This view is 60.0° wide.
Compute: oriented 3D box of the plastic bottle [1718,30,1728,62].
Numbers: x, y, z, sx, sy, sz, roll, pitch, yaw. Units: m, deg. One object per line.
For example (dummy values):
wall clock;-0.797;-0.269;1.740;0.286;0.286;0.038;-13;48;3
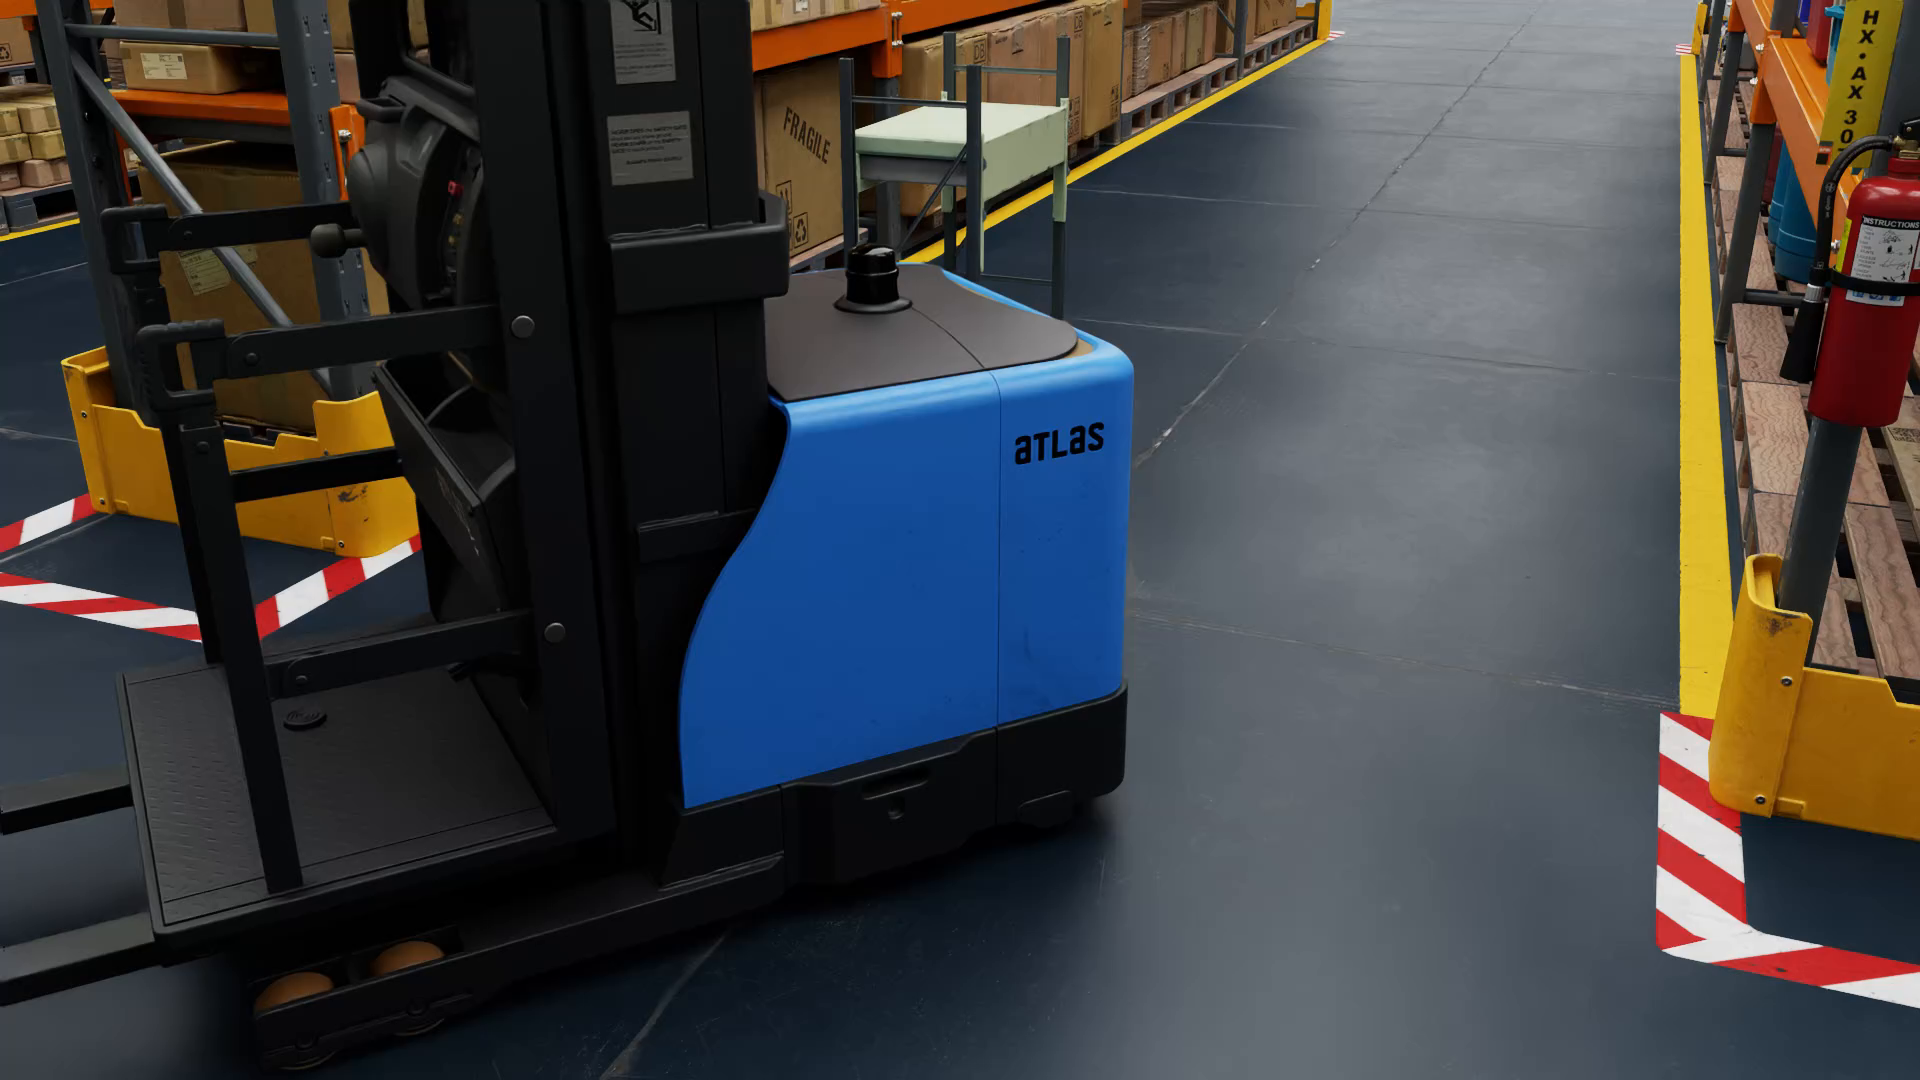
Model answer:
plastic bottle;6.839;-4.413;14.876;0.061;0.283;0.133;11;25;24

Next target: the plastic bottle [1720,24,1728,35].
plastic bottle;7.132;-4.671;15.511;0.097;0.271;0.097;0;23;0

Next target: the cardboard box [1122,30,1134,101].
cardboard box;0.920;-3.628;12.717;0.700;0.500;0.500;7;24;17

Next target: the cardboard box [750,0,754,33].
cardboard box;-1.082;-2.173;6.886;0.380;0.149;0.250;8;24;19

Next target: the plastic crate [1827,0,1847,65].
plastic crate;3.064;-1.649;5.381;0.437;0.282;0.530;9;24;20

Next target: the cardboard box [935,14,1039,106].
cardboard box;-0.246;-2.670;9.962;1.225;0.875;0.875;8;24;18

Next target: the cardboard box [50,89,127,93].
cardboard box;-5.254;-2.639;10.059;0.380;0.149;0.250;9;24;22

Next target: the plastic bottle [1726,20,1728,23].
plastic bottle;7.297;-4.830;15.890;0.097;0.271;0.097;0;23;0

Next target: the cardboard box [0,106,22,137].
cardboard box;-5.567;-2.370;9.415;0.380;0.149;0.250;10;25;22

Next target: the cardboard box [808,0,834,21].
cardboard box;-0.796;-2.449;7.547;0.380;0.149;0.250;8;24;19

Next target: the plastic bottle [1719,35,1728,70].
plastic bottle;6.646;-4.227;14.433;0.061;0.283;0.133;10;25;23

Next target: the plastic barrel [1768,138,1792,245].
plastic barrel;4.283;-1.867;8.005;0.600;0.901;0.708;9;24;20

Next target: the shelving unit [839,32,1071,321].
shelving unit;0.002;-0.694;4.967;0.431;1.500;0.755;9;24;20

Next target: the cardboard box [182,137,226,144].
cardboard box;-4.843;-2.918;11.042;0.500;0.500;0.500;10;25;22

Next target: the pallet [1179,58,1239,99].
pallet;1.888;-4.202;15.036;1.003;0.211;1.213;9;24;20

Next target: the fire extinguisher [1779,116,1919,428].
fire extinguisher;1.839;-0.568;3.301;0.296;0.674;0.183;9;24;20

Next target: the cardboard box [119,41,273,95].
cardboard box;-2.455;-1.532;5.352;0.380;0.149;0.250;9;24;21

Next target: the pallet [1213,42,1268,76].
pallet;2.392;-4.726;16.291;1.003;0.211;1.213;9;24;20

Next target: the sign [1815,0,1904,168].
sign;1.800;-0.913;3.331;0.100;0.325;0.005;9;24;20

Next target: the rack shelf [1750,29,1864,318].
rack shelf;3.059;-1.148;5.040;1.077;0.370;4.000;9;24;20

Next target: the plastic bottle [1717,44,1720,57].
plastic bottle;7.019;-4.530;15.263;0.097;0.201;0.097;0;23;0

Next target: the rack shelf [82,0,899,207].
rack shelf;-1.539;-1.857;6.738;1.077;0.370;4.000;9;24;20

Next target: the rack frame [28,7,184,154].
rack frame;-5.364;-3.651;10.099;1.000;3.000;0.127;9;24;20

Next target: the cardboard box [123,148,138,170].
cardboard box;-5.193;-2.340;10.115;0.380;0.149;0.250;9;24;21

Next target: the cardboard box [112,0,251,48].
cardboard box;-2.348;-1.753;5.363;0.500;0.250;0.500;8;24;19

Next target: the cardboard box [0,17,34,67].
cardboard box;-8.845;-4.733;14.901;0.875;0.875;0.875;9;24;20

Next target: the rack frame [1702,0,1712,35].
rack frame;8.260;-6.490;16.895;1.000;3.000;0.127;9;24;20

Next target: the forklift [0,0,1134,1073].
forklift;-1.171;-0.637;2.972;3.031;2.935;1.130;-12;25;-26

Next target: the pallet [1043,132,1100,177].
pallet;0.327;-2.778;11.627;1.003;0.211;1.213;9;24;20

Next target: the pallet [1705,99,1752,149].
pallet;6.067;-3.047;12.271;1.003;0.211;1.213;9;24;20

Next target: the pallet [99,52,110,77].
pallet;-8.220;-4.748;16.342;1.003;0.211;1.213;9;24;20

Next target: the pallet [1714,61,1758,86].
pallet;7.062;-4.006;14.567;1.003;0.211;1.213;9;24;20

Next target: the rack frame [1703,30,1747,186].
rack frame;5.288;-3.627;10.042;1.000;3.000;0.127;9;24;20

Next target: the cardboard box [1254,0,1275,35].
cardboard box;2.973;-5.578;17.411;0.500;0.500;0.500;11;25;25

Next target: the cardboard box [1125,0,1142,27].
cardboard box;1.098;-4.167;13.034;0.500;0.250;0.500;12;25;26

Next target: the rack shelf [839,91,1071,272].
rack shelf;0.002;-1.055;4.816;0.431;0.370;0.720;9;24;20

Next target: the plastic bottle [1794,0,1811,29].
plastic bottle;3.649;-2.326;7.087;0.152;0.276;0.135;9;24;20

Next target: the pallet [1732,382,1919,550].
pallet;3.114;-0.202;5.460;1.003;0.211;1.213;9;24;20

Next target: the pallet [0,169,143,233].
pallet;-5.580;-2.119;10.049;1.003;0.211;1.213;9;24;20

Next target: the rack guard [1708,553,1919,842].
rack guard;2.320;0.400;3.645;1.175;0.500;0.348;9;24;20

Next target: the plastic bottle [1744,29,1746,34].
plastic bottle;7.042;-4.459;14.986;0.061;0.283;0.133;9;24;20

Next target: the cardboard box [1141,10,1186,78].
cardboard box;1.525;-4.232;14.163;0.700;0.500;0.500;7;24;15

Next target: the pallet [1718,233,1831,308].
pallet;4.128;-1.179;7.799;1.003;0.211;1.213;9;24;20

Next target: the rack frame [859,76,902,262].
rack frame;-0.796;-2.905;8.312;1.000;3.000;0.127;9;24;20

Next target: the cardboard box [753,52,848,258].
cardboard box;-1.116;-1.893;8.103;0.875;0.875;0.875;9;24;20
